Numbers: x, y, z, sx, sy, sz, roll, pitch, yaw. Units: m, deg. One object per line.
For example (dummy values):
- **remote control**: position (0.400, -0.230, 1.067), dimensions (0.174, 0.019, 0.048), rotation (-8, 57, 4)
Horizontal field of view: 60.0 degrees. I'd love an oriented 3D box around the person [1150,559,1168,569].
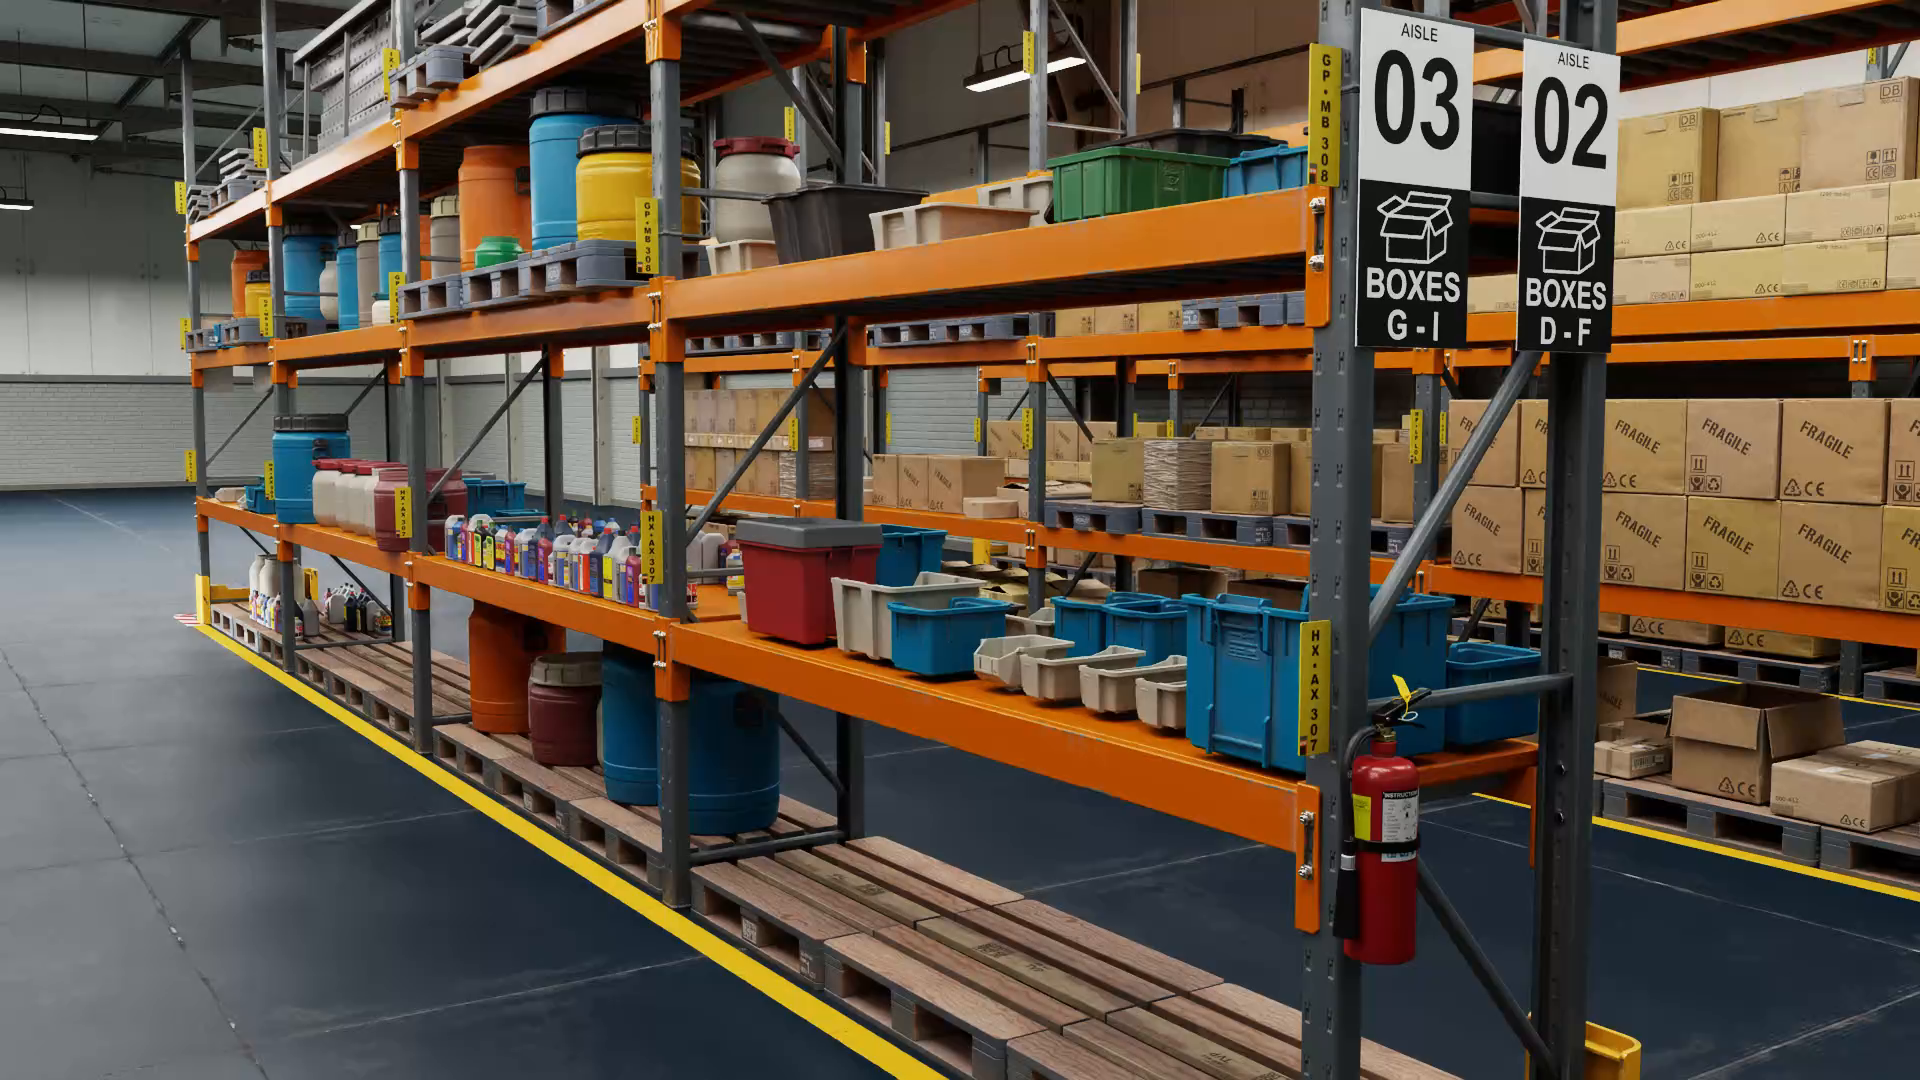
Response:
- **person**: position (2.204, -0.096, 18.391), dimensions (0.457, 1.804, 0.635), rotation (-3, 6, -34)
